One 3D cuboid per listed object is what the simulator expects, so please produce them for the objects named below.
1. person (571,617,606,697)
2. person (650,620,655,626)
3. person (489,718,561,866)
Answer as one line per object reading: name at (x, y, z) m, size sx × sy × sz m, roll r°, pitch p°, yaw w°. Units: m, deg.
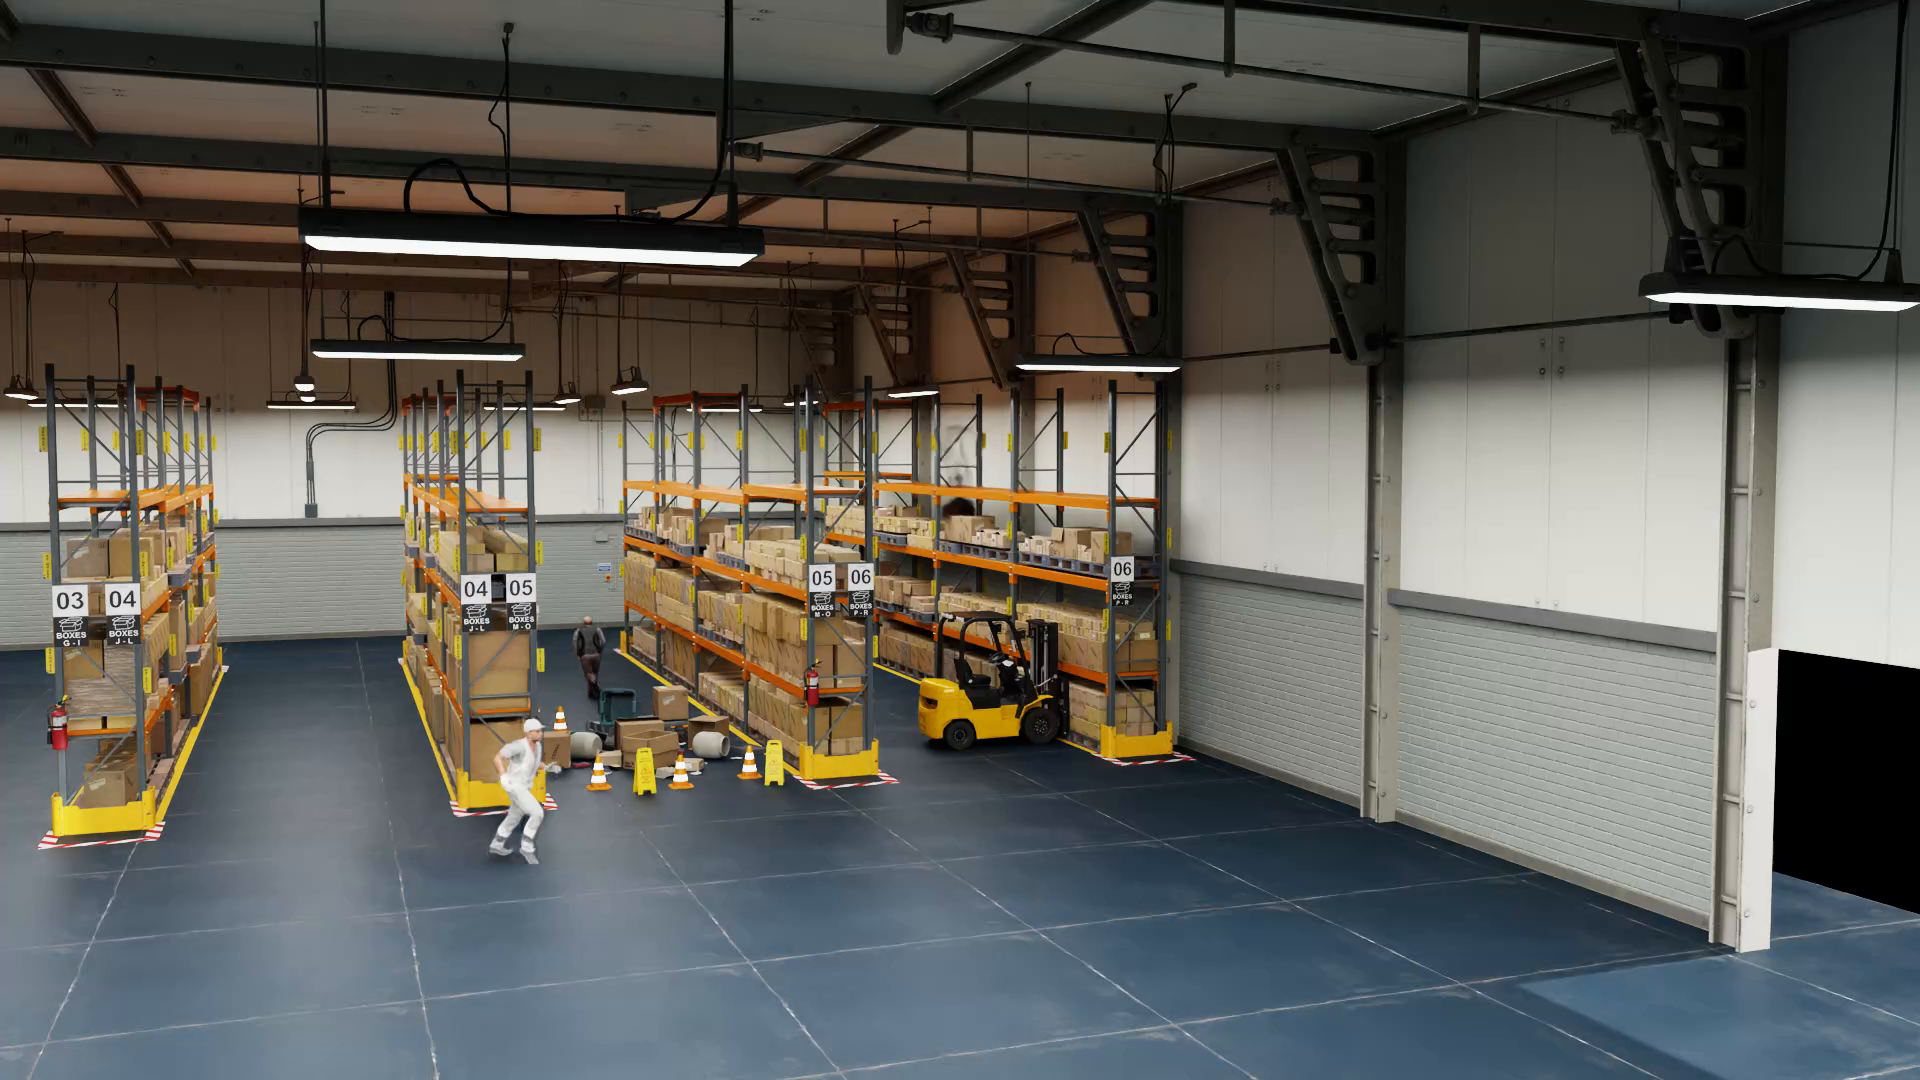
person at (-7.287, 2.321, 32.698) m, size 0.676 × 1.573 × 0.903 m, roll -1°, pitch 4°, yaw -22°
person at (-7.484, 1.813, 41.664) m, size 0.767 × 1.576 × 0.551 m, roll -2°, pitch 4°, yaw -30°
person at (-5.251, 2.991, 19.806) m, size 0.907 × 1.755 × 0.680 m, roll 1°, pitch 3°, yaw 16°
